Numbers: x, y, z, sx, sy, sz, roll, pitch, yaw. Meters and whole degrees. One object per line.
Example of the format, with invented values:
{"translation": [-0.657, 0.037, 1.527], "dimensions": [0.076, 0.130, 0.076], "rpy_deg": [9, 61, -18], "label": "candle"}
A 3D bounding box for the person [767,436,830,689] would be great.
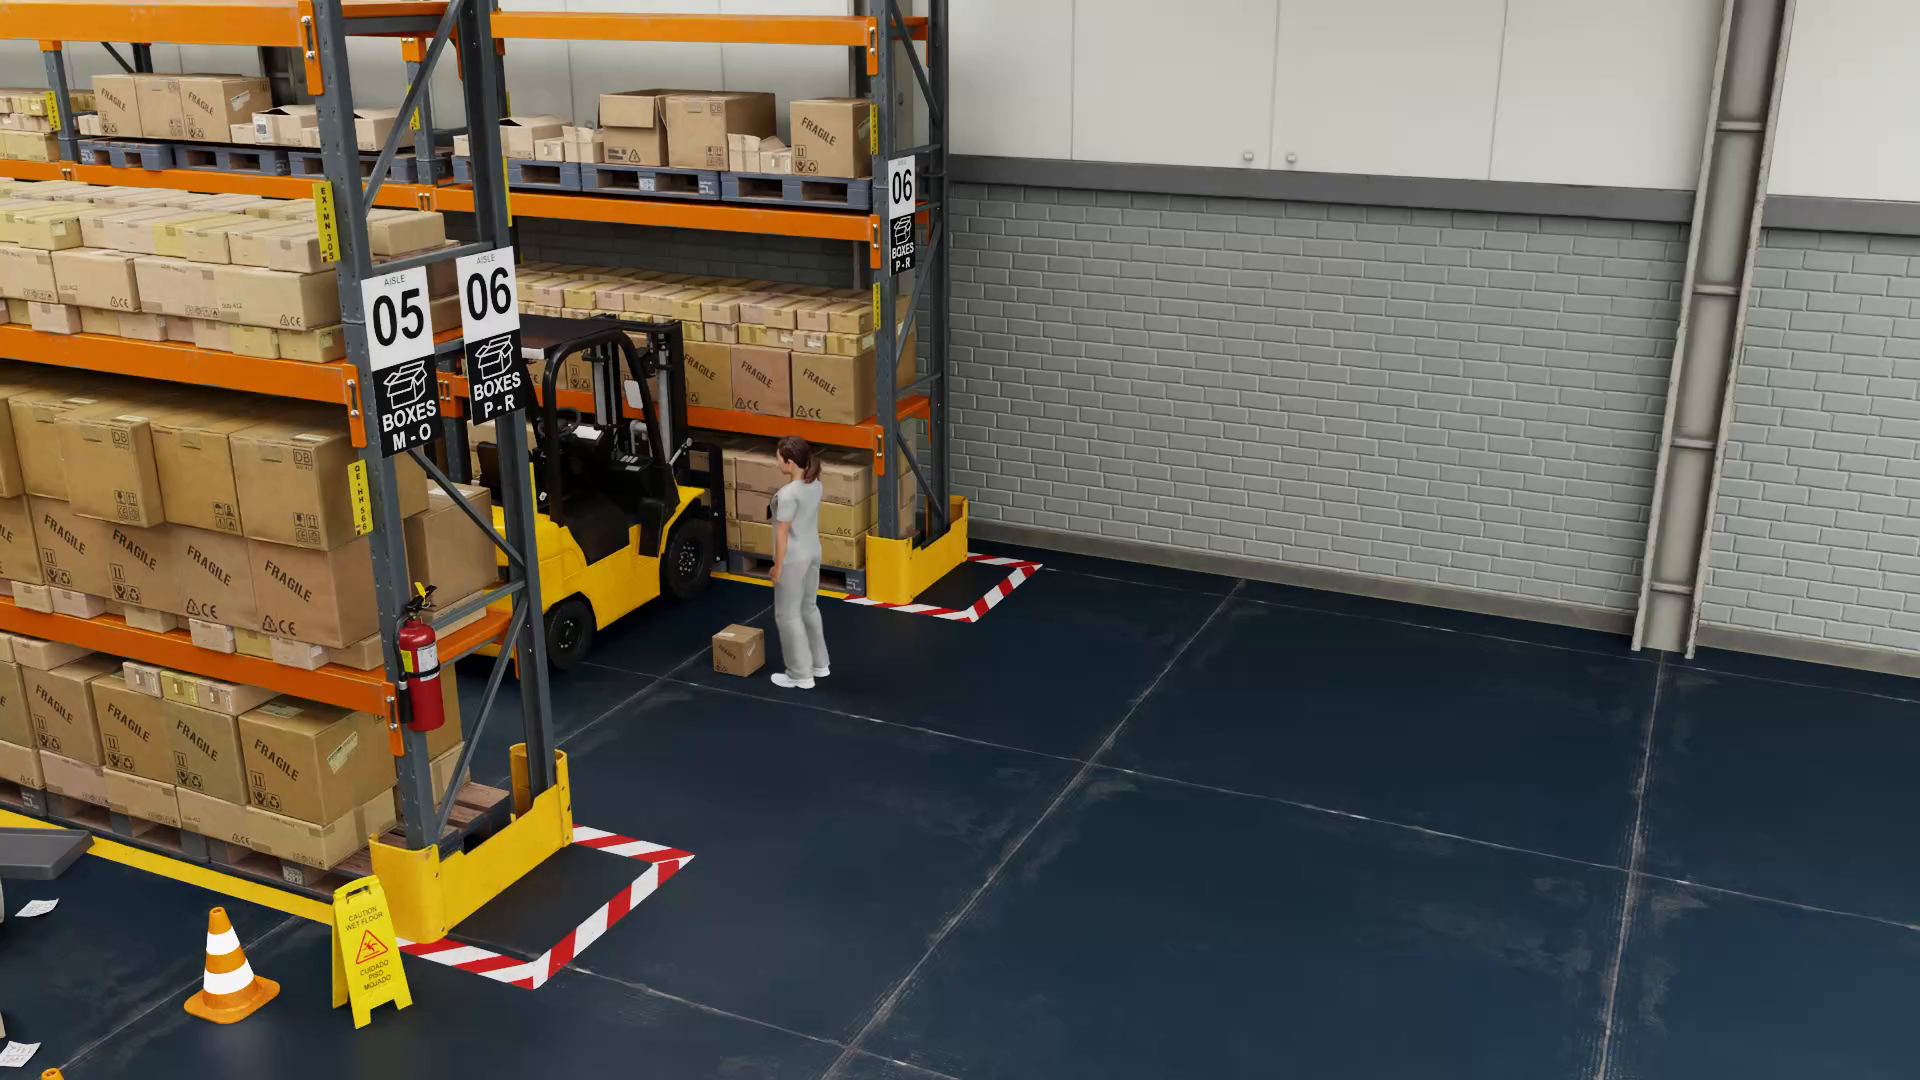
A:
{"translation": [-1.038, 0.137, 10.683], "dimensions": [0.363, 1.672, 0.439], "rpy_deg": [9, 21, 24], "label": "person"}
